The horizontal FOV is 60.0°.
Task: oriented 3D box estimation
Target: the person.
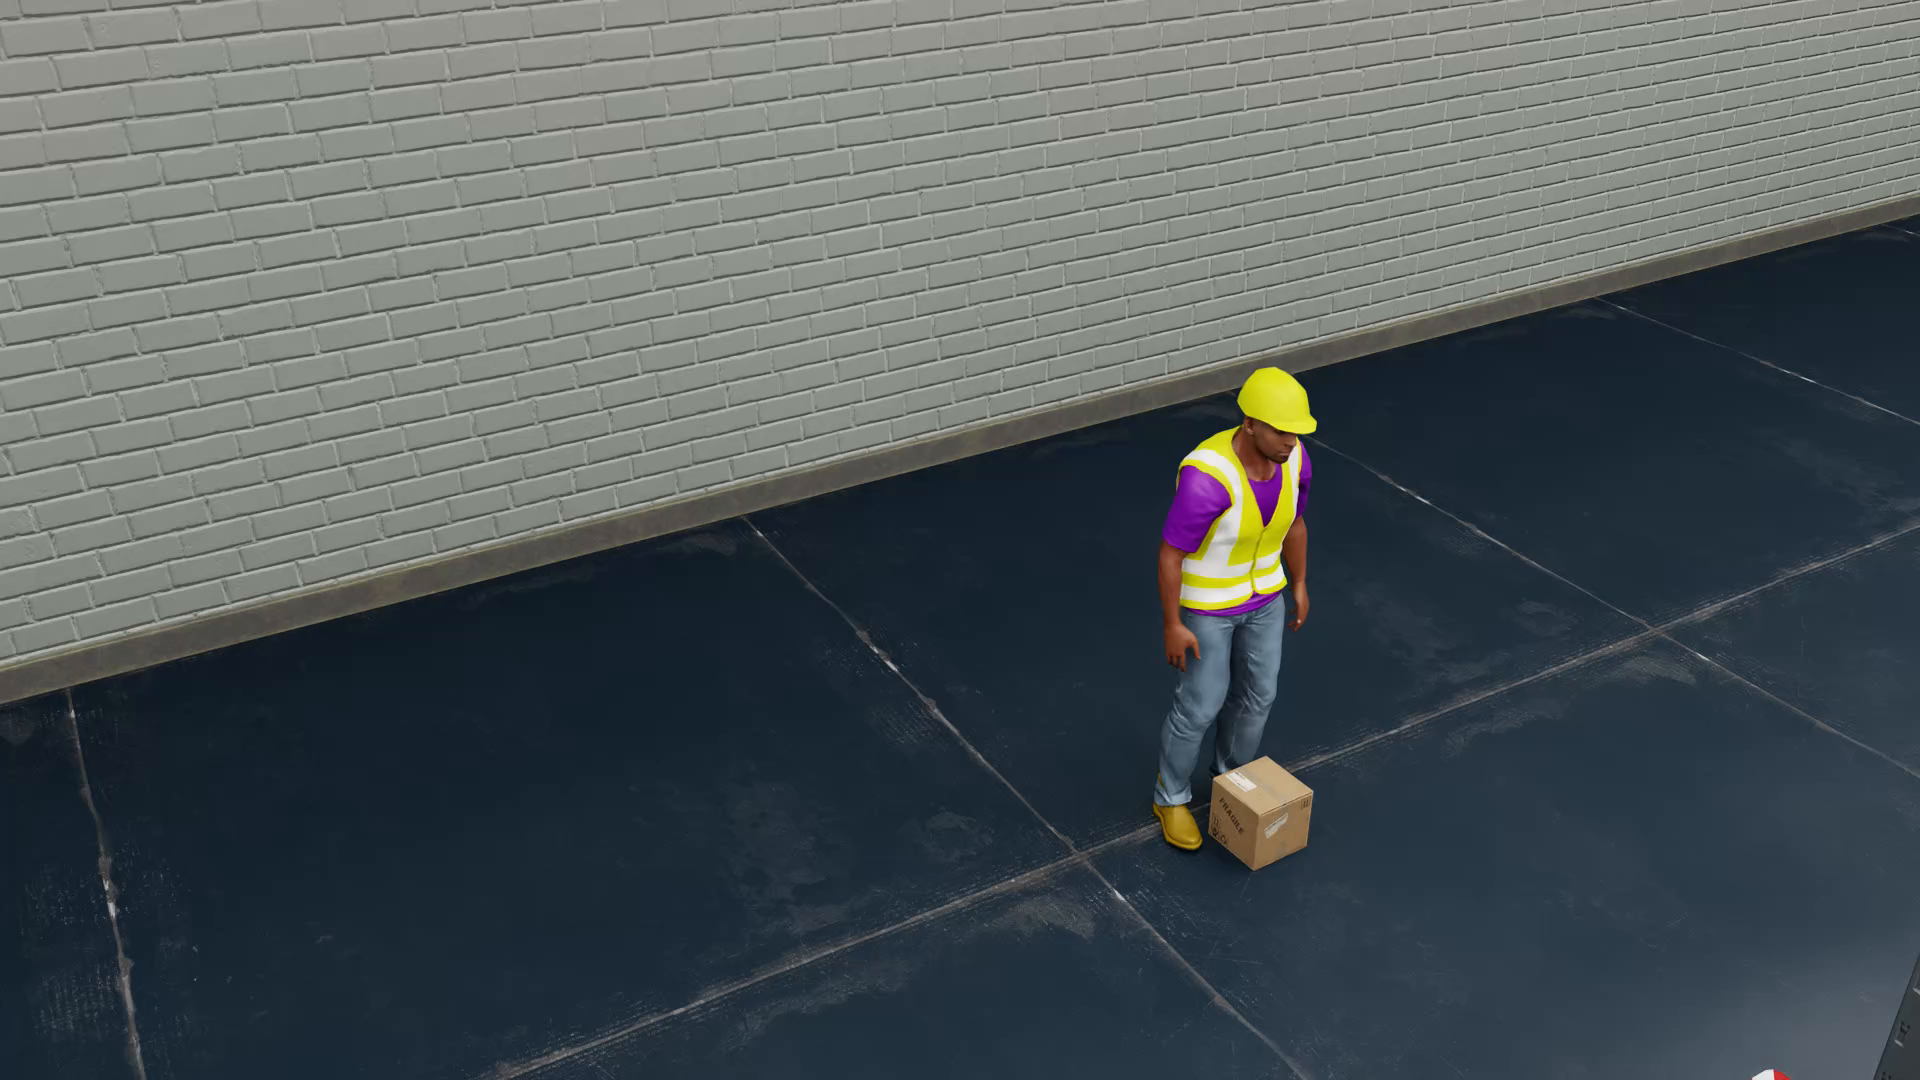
[{"bbox_3d":[0.948,0.220,5.711,0.636,1.757,0.461,-17,33,-27],"label":"person"}]
